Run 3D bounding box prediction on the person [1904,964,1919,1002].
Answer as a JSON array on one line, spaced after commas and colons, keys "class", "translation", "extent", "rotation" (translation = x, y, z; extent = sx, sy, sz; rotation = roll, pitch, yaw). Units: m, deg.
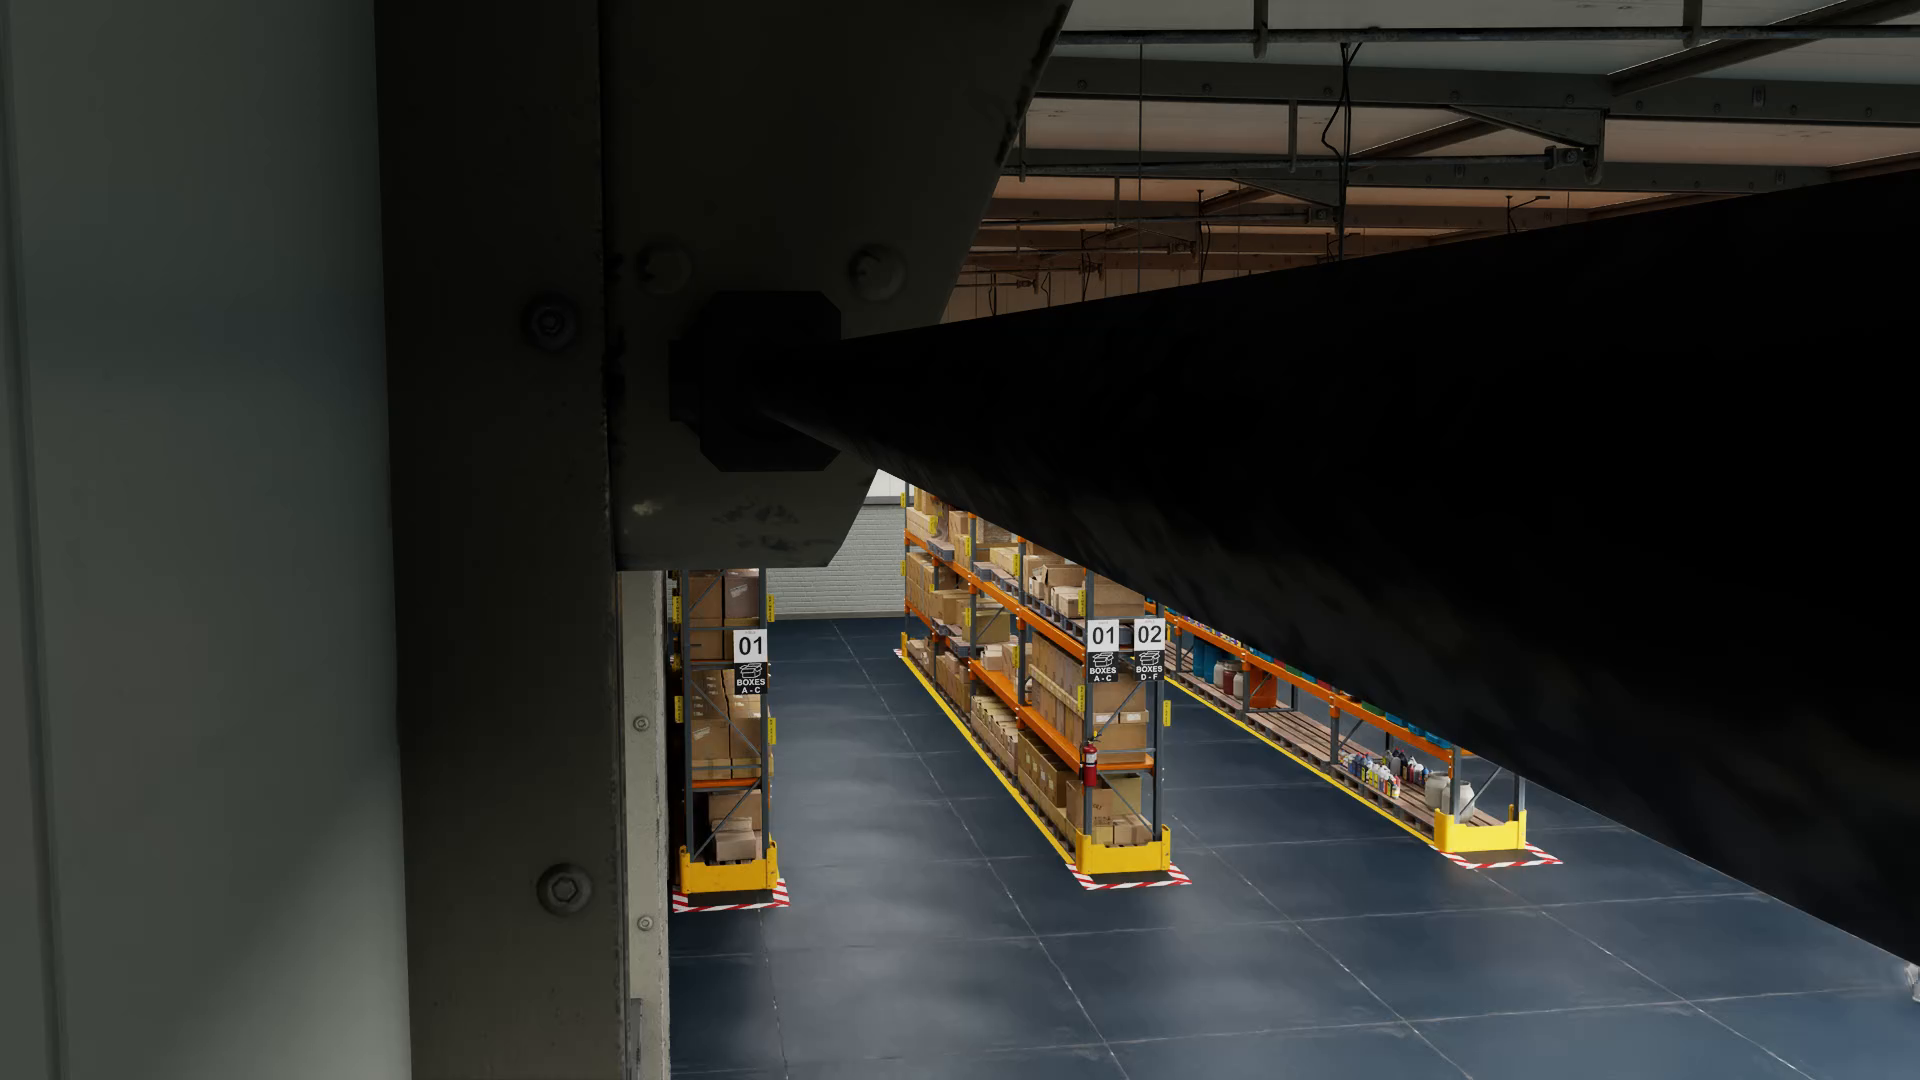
[{"class": "person", "translation": [9.734, 3.796, 16.499], "extent": [0.544, 1.655, 0.550], "rotation": [1, 6, 12]}]
